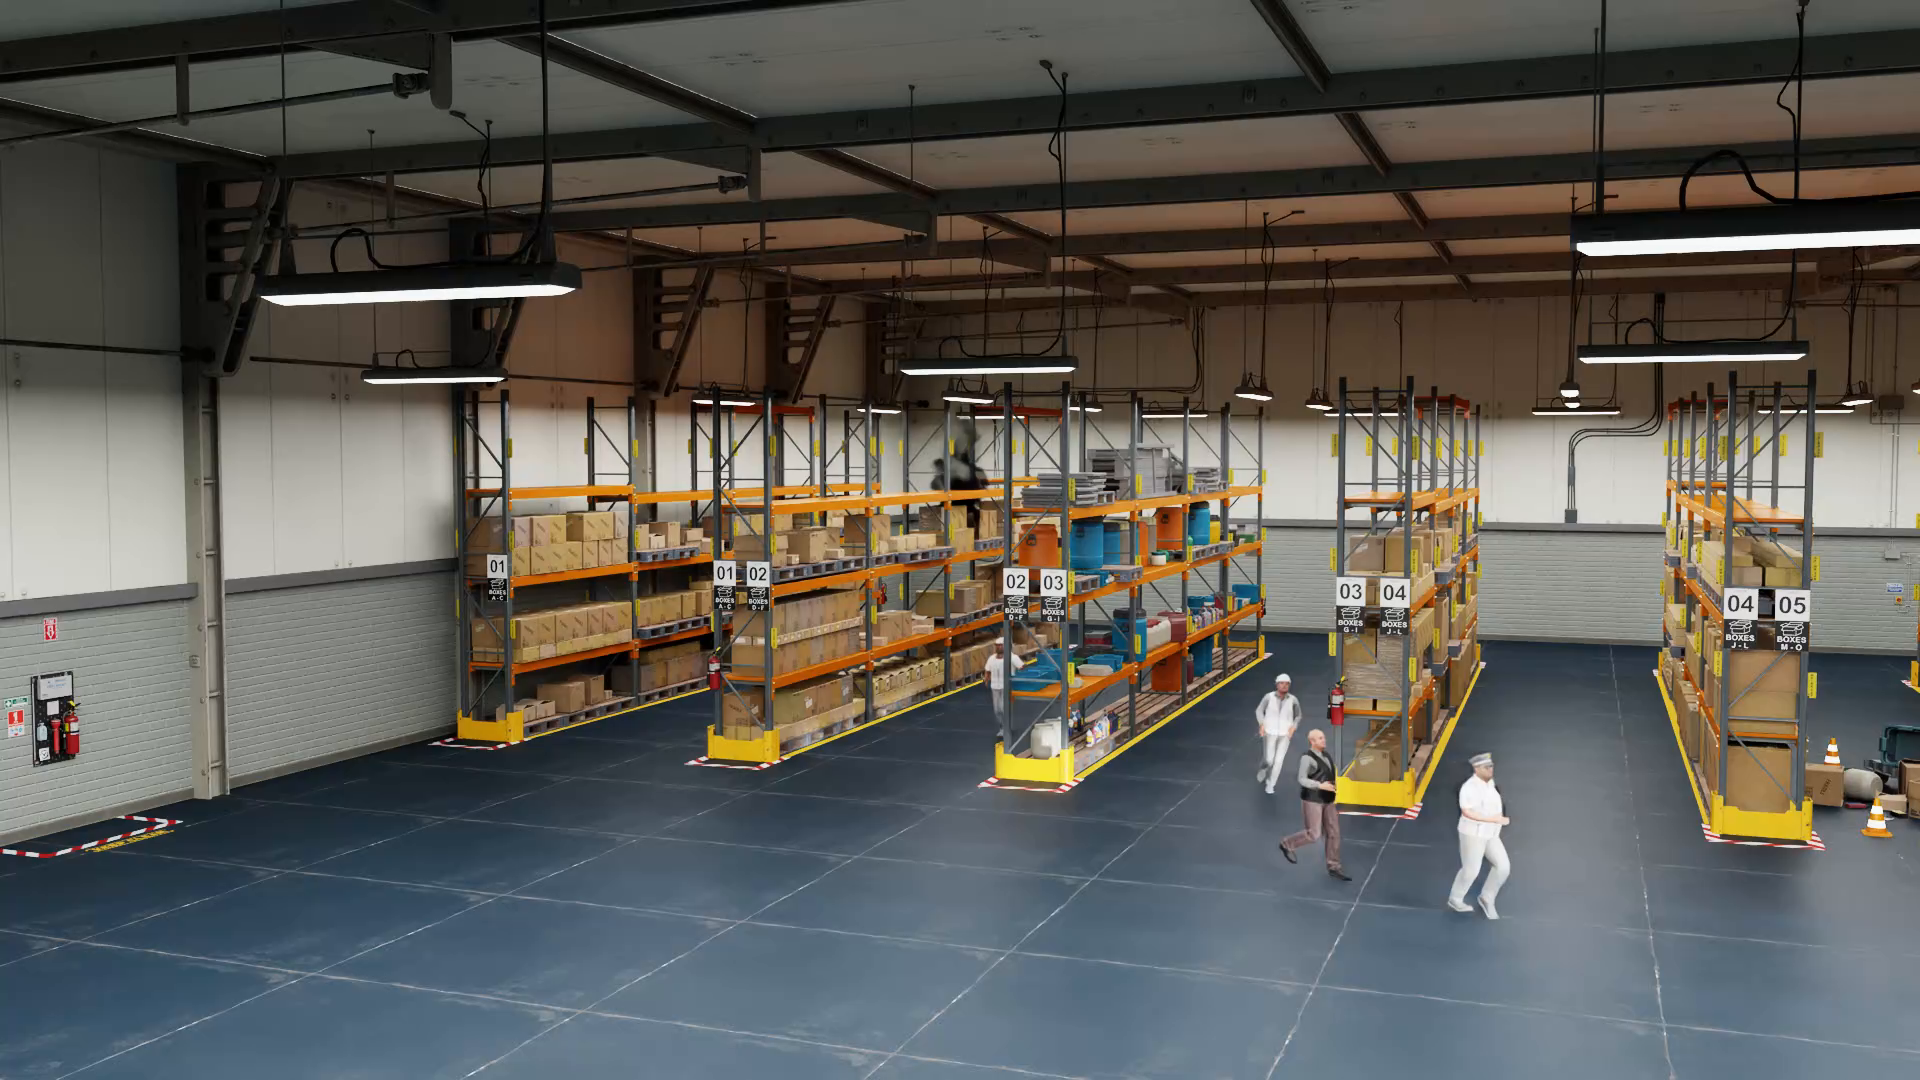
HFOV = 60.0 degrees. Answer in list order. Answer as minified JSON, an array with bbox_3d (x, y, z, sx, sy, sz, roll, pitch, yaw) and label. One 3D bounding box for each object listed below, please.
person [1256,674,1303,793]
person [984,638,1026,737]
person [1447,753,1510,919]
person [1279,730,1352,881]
[{"bbox_3d":[4.672,2.815,24.300,0.663,1.734,0.565,0,3,5],"label":"person"},{"bbox_3d":[0.719,2.555,28.711,0.712,1.721,0.566,1,3,25],"label":"person"},{"bbox_3d":[5.561,3.165,17.689,0.677,1.847,0.741,-2,4,-37],"label":"person"},{"bbox_3d":[4.168,3.069,19.422,0.661,1.714,0.936,-3,4,-43],"label":"person"}]
